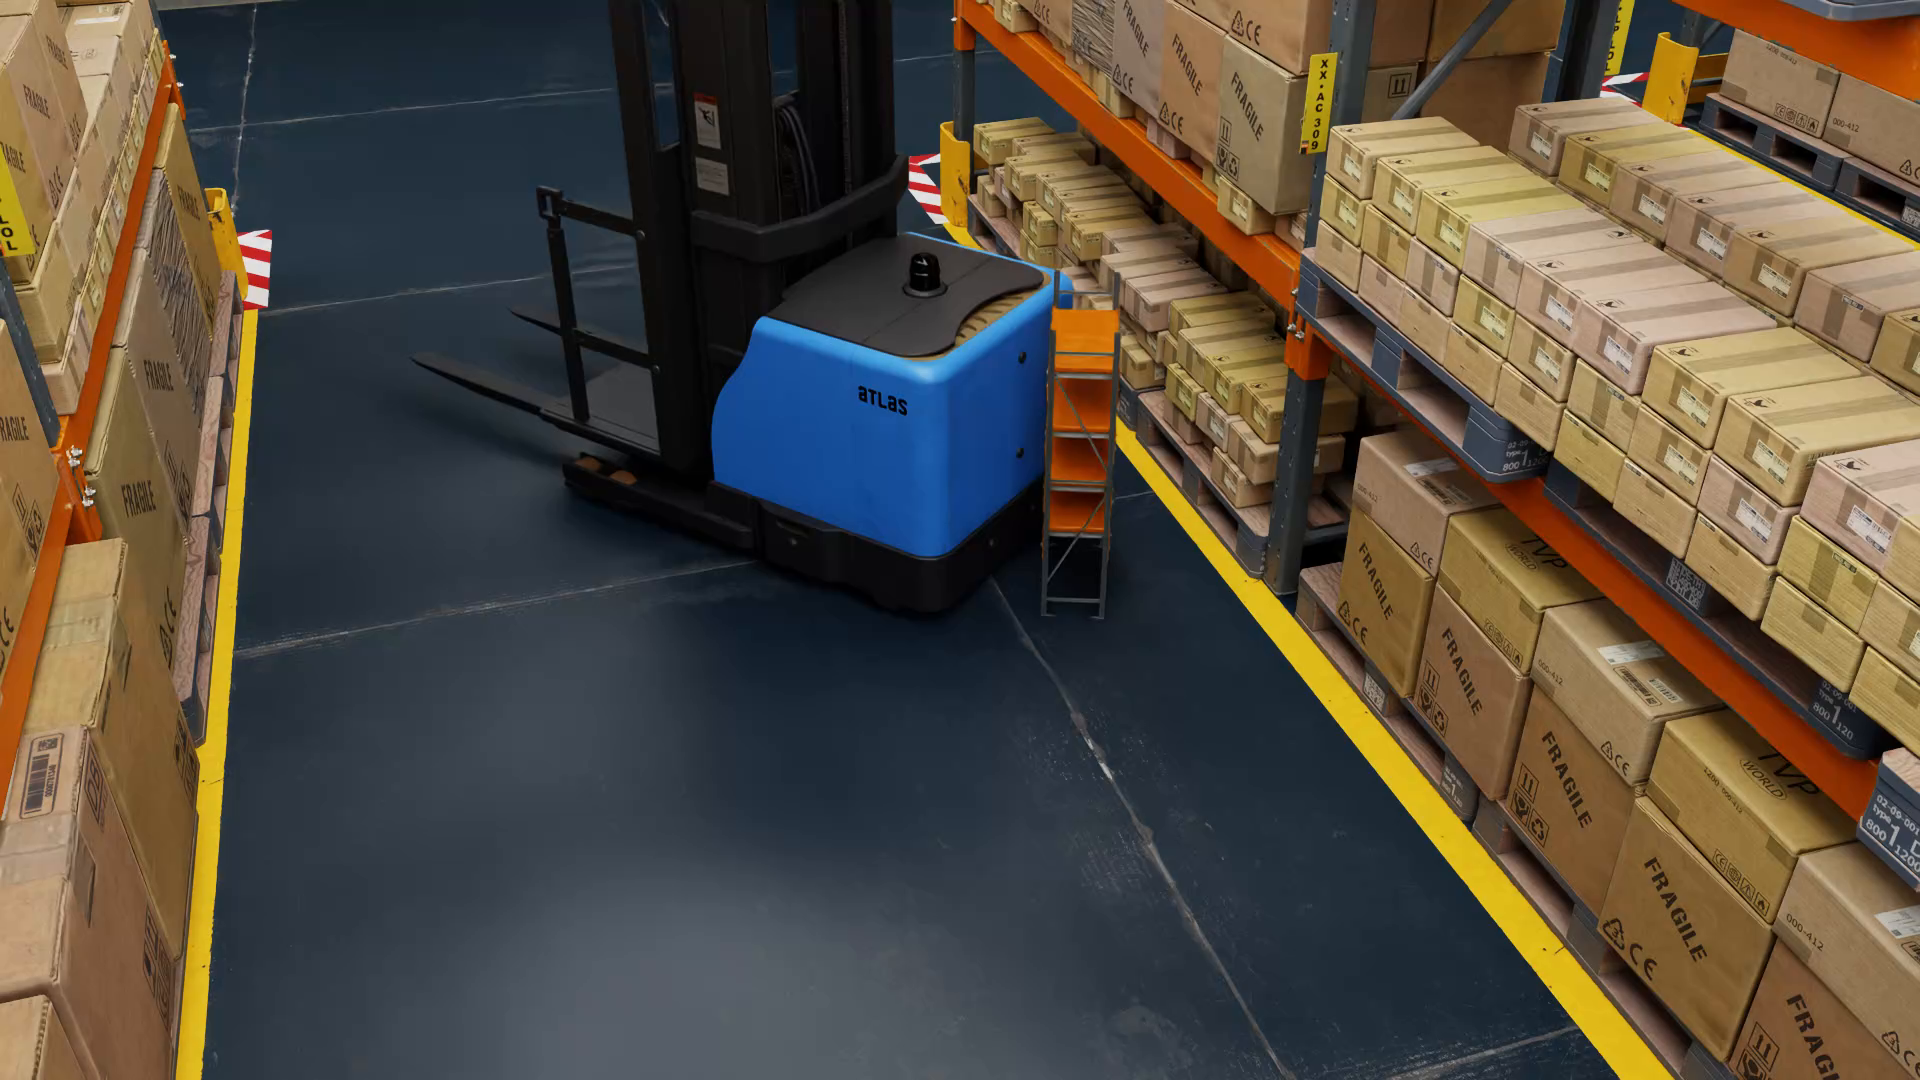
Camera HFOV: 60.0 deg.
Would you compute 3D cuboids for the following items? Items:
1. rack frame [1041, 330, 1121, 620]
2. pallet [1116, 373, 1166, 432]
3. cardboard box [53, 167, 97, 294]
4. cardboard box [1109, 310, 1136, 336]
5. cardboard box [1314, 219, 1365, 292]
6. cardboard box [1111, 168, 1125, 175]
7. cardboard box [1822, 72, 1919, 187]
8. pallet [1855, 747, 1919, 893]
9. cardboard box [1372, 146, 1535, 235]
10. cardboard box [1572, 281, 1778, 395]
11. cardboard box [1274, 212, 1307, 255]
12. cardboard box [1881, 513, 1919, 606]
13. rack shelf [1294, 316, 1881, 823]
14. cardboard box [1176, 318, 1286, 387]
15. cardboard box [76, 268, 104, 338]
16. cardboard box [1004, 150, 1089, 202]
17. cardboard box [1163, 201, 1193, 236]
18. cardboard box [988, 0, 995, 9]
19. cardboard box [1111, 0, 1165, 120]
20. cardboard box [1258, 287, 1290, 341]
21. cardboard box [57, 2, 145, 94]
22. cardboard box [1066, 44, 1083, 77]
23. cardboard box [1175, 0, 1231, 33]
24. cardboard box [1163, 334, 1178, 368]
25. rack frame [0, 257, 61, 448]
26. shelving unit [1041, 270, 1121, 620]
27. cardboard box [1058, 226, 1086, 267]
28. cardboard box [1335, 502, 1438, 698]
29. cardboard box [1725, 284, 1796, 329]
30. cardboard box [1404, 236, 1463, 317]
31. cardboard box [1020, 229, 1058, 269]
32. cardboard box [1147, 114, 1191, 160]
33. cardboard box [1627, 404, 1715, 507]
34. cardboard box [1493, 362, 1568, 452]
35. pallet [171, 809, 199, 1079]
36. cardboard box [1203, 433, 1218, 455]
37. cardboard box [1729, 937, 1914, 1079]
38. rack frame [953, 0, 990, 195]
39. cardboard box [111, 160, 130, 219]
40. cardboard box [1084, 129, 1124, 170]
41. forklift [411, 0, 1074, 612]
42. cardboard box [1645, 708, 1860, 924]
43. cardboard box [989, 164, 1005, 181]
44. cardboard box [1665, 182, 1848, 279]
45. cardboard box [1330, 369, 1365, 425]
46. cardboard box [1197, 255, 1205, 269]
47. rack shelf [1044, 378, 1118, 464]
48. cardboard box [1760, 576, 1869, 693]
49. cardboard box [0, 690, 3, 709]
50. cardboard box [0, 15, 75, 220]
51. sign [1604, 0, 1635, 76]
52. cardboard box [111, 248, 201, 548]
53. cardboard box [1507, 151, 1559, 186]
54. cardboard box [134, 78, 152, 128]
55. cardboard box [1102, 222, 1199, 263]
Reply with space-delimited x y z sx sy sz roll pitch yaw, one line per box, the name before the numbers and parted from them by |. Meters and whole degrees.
rack frame | 0.426 -0.206 5.973 0.240 1.200 0.015 2 34 4
pallet | 1.062 -0.968 8.024 1.003 0.211 1.213 -10 35 -15
cardboard box | -3.119 -0.977 5.373 0.500 0.250 0.500 -10 35 -15
cardboard box | 0.901 -0.970 7.701 0.380 0.149 0.250 -9 35 -14
cardboard box | 1.359 -0.930 5.283 0.380 0.149 0.250 -12 35 -17
cardboard box | 0.918 -1.978 8.958 0.380 0.149 0.250 -11 35 -16
cardboard box | 5.723 -2.427 9.644 0.875 0.438 0.875 -9 35 -13
pallet | 2.578 0.680 3.173 1.213 0.211 1.003 -10 35 -15
cardboard box | 1.450 -1.033 4.899 0.380 0.149 0.250 -9 35 -13
cardboard box | 1.754 -0.499 4.092 0.380 0.149 0.250 -9 34 -13
cardboard box | 1.366 -1.149 5.996 0.380 0.149 0.250 -10 35 -15
cardboard box | 2.071 0.048 3.263 0.380 0.149 0.250 -9 35 -13
rack shelf | 2.287 0.207 4.369 1.077 0.370 4.000 -10 35 -15
cardboard box | 1.122 -0.777 6.871 0.380 0.149 0.250 -10 35 -15
cardboard box | -3.013 -0.745 5.384 0.380 0.149 0.250 -9 34 -13
cardboard box | 0.446 -1.867 8.520 0.380 0.149 0.250 -10 35 -15
cardboard box | 1.209 -1.551 8.041 0.380 0.149 0.250 -11 35 -16
cardboard box | 0.360 -2.787 8.475 0.380 0.149 0.250 -9 34 -13
cardboard box | 0.952 -2.050 6.771 0.500 0.500 0.500 -10 35 -15
cardboard box | 1.516 -1.005 7.216 0.380 0.149 0.250 -11 35 -16
cardboard box | -3.743 -2.048 6.994 0.500 0.250 0.500 -11 35 -16
cardboard box | 0.708 -2.243 7.651 0.380 0.149 0.250 -11 35 -16
cardboard box | 1.113 -2.198 6.088 0.500 0.500 0.500 -11 35 -16
cardboard box | 1.102 -0.791 7.162 0.380 0.149 0.250 -10 35 -14
rack frame | -3.078 -0.362 4.578 1.000 3.000 0.127 -10 35 -15
shelving unit | 0.445 -0.340 6.176 0.258 1.200 0.503 2 34 4
cardboard box | 0.707 -1.492 8.222 0.380 0.149 0.250 -12 35 -17
cardboard box | 1.649 0.157 5.678 0.500 0.500 0.500 -9 34 -13
cardboard box | 2.306 -0.614 4.535 0.380 0.149 0.250 -12 35 -17
cardboard box | 1.519 -0.783 4.791 0.380 0.149 0.250 -9 35 -14
cardboard box | 0.525 -1.495 8.496 0.380 0.149 0.250 -10 35 -14
cardboard box | 0.993 -1.694 6.820 0.380 0.149 0.250 -12 35 -17
cardboard box | 1.838 -0.233 3.959 0.380 0.149 0.250 -11 35 -16
cardboard box | 1.675 -0.388 4.463 0.380 0.149 0.250 -12 35 -17
pallet | -2.771 1.193 4.753 1.003 0.211 1.213 -10 35 -15
cardboard box | 1.233 -0.428 6.882 0.380 0.149 0.250 -9 35 -13
cardboard box | 2.292 1.250 4.025 0.500 0.500 0.500 -9 34 -13
rack frame | 0.456 -3.244 8.938 1.000 3.000 0.127 -10 35 -15
cardboard box | -3.328 -1.287 6.205 0.380 0.149 0.250 -11 35 -16
cardboard box | 0.881 -2.101 8.874 0.380 0.149 0.250 -9 35 -14
forklift | -1.064 -1.568 6.464 3.031 2.935 1.130 20 38 27
cardboard box | 2.134 0.664 4.231 0.500 0.250 0.500 -9 35 -14
cardboard box | 0.372 -2.035 9.044 0.380 0.149 0.250 -9 34 -13
cardboard box | 2.225 -0.869 4.652 0.380 0.149 0.250 -10 35 -15
cardboard box | 1.708 -0.615 6.895 0.380 0.149 0.250 -10 35 -14
cardboard box | 1.280 -1.444 8.150 0.380 0.149 0.250 -8 34 -12
rack shelf | 0.445 -0.470 6.090 0.258 0.148 0.480 2 34 4
cardboard box | 1.999 0.166 3.624 0.380 0.149 0.250 -12 35 -17
cardboard box | -2.365 0.330 3.440 0.500 0.500 0.500 -10 35 -15
cardboard box | -3.123 -1.291 5.169 0.500 0.500 0.500 -10 35 -15
sign | 2.204 -1.722 5.585 0.100 0.325 0.005 -10 35 -15
cardboard box | -3.478 -0.484 6.307 0.875 0.875 0.875 -10 35 -15
cardboard box | 1.986 -1.162 5.365 0.380 0.149 0.250 -9 35 -13
cardboard box | -3.644 -1.826 7.021 0.380 0.149 0.250 -9 35 -14
cardboard box | 0.881 -1.342 7.725 0.380 0.149 0.250 -10 35 -15
